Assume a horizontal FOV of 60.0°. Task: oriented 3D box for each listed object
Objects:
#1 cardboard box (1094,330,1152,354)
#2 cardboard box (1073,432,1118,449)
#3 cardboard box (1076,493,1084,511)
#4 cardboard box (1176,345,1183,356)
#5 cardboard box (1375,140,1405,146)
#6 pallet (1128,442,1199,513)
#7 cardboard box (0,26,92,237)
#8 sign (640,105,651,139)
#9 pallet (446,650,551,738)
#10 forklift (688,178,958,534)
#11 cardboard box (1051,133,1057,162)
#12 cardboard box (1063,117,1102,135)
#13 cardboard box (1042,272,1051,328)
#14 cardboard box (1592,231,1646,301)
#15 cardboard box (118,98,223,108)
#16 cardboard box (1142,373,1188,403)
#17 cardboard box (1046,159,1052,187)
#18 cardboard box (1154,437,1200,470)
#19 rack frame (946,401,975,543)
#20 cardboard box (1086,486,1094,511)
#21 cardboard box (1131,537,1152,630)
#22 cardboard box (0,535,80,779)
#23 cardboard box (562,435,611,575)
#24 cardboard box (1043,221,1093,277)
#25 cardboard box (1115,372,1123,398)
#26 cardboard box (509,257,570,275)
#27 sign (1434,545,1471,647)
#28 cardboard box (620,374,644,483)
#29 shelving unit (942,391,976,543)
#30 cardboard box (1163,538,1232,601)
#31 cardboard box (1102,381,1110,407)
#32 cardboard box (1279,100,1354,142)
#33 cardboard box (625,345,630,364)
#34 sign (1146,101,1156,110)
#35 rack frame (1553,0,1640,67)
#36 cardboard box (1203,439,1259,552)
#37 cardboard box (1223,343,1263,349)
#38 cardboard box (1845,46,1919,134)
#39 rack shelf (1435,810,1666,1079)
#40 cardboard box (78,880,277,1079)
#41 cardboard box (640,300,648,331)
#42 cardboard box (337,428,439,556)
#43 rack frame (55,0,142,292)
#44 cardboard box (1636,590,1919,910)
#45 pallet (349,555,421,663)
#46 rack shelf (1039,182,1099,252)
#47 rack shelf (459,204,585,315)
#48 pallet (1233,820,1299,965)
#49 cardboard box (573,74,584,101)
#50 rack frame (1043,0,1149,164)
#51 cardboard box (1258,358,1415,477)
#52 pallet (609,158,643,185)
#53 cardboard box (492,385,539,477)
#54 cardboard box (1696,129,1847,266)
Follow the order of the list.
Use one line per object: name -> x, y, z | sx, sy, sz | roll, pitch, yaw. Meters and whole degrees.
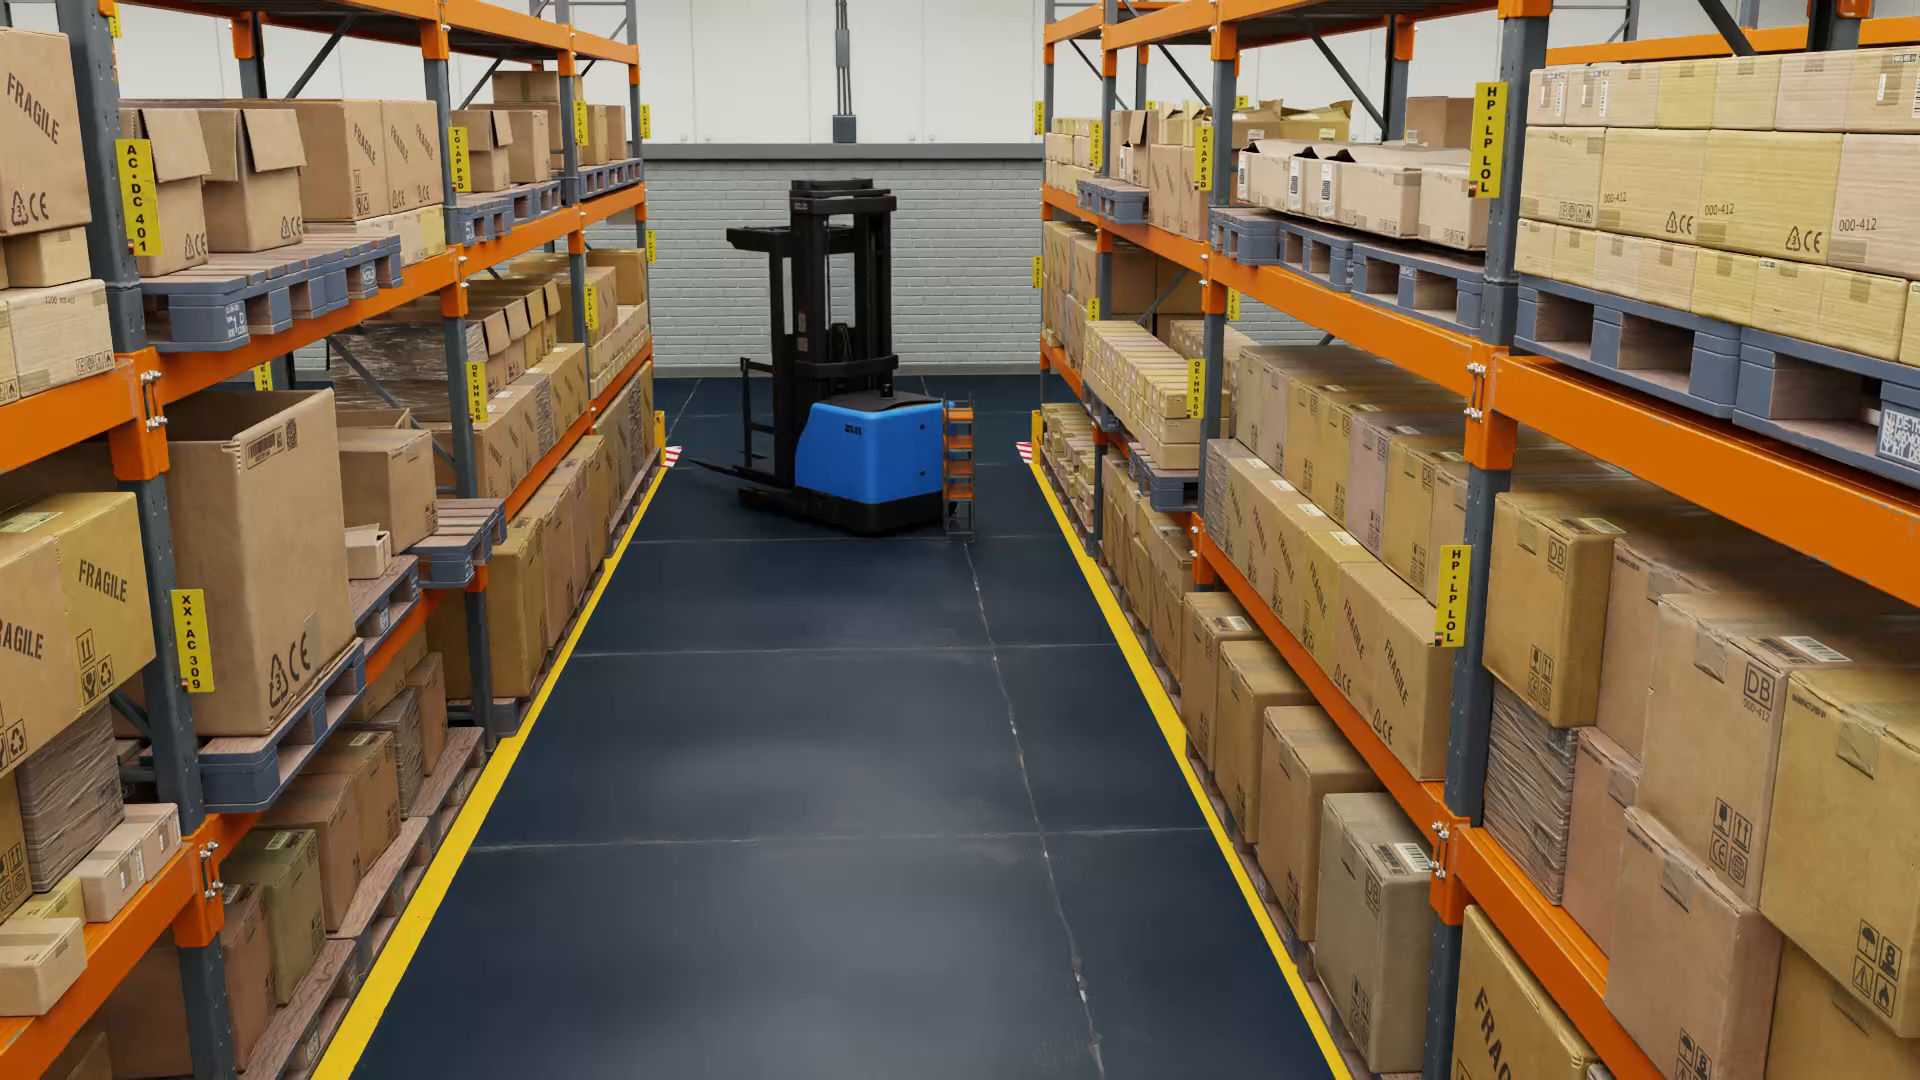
cardboard box -> 1.179, -1.435, 12.050 | 0.380, 0.149, 0.250 | -1, 14, -3
cardboard box -> 1.235, -0.885, 15.130 | 0.380, 0.149, 0.250 | -1, 14, -3
cardboard box -> 1.199, -0.348, 14.239 | 0.380, 0.149, 0.250 | -1, 14, -5
cardboard box -> 1.816, -1.367, 12.385 | 0.380, 0.149, 0.250 | -1, 14, -3
cardboard box -> 2.189, -1.714, 7.784 | 0.500, 0.311, 0.500 | -1, 14, -3
pallet -> 1.674, -0.391, 9.910 | 1.213, 0.211, 1.003 | -1, 14, -3
cardboard box -> -2.602, -1.041, 4.232 | 0.500, 0.500, 0.500 | -1, 14, -5
sign -> -3.085, -4.094, 16.282 | 0.100, 0.325, 0.005 | -1, 14, -3
pallet -> -3.105, 0.897, 10.118 | 1.003, 0.211, 1.213 | -1, 14, -3
forklift -> -1.385, -1.773, 15.036 | 1.130, 2.935, 3.031 | -13, 19, -41
cardboard box -> 1.130, -3.677, 15.575 | 0.500, 0.250, 0.500 | -1, 14, -4
cardboard box -> 1.121, -3.707, 14.890 | 0.380, 0.149, 0.250 | 0, 14, -2
cardboard box -> 1.081, -2.374, 16.437 | 0.500, 0.500, 0.500 | 0, 14, -1
cardboard box -> 1.788, -0.674, 4.066 | 0.380, 0.149, 0.250 | -1, 14, -4
cardboard box -> -3.293, -1.628, 7.109 | 0.500, 0.500, 0.500 | -1, 14, -5
cardboard box -> 1.307, -0.920, 10.051 | 0.380, 0.149, 0.250 | 0, 14, -2
cardboard box -> 1.102, -3.562, 16.132 | 0.500, 0.250, 0.500 | 0, 14, -1
cardboard box -> 1.336, -0.505, 9.632 | 0.380, 0.149, 0.250 | -1, 14, -3
rack frame -> 0.005, -0.562, 13.801 | 0.240, 1.200, 0.015 | -1, 14, -3
cardboard box -> 1.240, -0.343, 13.621 | 0.380, 0.149, 0.250 | -1, 14, -2
cardboard box -> 1.446, 0.279, 11.096 | 0.500, 0.500, 0.500 | -2, 15, -6
cardboard box -> -2.549, 0.293, 4.062 | 0.500, 0.500, 0.500 | -1, 14, -3
cardboard box -> -3.320, -0.267, 12.465 | 1.225, 0.875, 0.875 | -1, 14, -3
cardboard box -> 1.092, -2.859, 16.313 | 0.500, 0.500, 0.500 | -1, 14, -4
cardboard box -> 1.241, -1.035, 11.092 | 0.380, 0.149, 0.250 | -1, 14, -5
cardboard box -> -3.798, -2.304, 15.161 | 0.500, 0.500, 0.500 | -1, 14, -5
sign -> 1.532, 0.175, 5.161 | 0.100, 0.325, 0.005 | -1, 14, -3
cardboard box -> -3.452, -1.036, 15.456 | 0.875, 0.875, 0.875 | -1, 14, -3
shelving unit -> -0.010, -0.622, 14.037 | 0.258, 1.200, 0.503 | -1, 14, -3
cardboard box -> 1.521, 0.170, 10.015 | 0.500, 0.250, 0.500 | -1, 14, -5
cardboard box -> 1.208, -1.023, 11.643 | 0.380, 0.149, 0.250 | -2, 15, -6
cardboard box -> 2.043, -2.413, 9.628 | 0.396, 0.266, 0.258 | -1, 14, -3
cardboard box -> -3.182, -1.661, 14.966 | 0.380, 0.149, 0.250 | -1, 14, -2
sign -> 1.884, -4.183, 16.466 | 0.100, 0.325, 0.005 | -1, 14, -3
rack frame -> 6.264, -5.305, 16.584 | 1.000, 3.000, 0.127 | -1, 14, -3
cardboard box -> 1.583, -0.241, 8.741 | 0.500, 0.500, 0.500 | -1, 14, -3
cardboard box -> 1.877, -1.252, 11.339 | 0.380, 0.149, 0.250 | -2, 15, -6
cardboard box -> 1.850, -0.808, 2.988 | 0.380, 0.149, 0.250 | -1, 14, -4
rack shelf -> 2.197, 1.533, 3.494 | 1.077, 0.370, 4.000 | -1, 14, -3
cardboard box -> -2.901, 1.583, 5.989 | 0.700, 0.500, 0.500 | -2, 15, -8
cardboard box -> -3.333, -2.201, 16.266 | 0.500, 0.250, 0.500 | -1, 14, -4
cardboard box -> -2.924, -0.237, 7.886 | 0.700, 0.500, 0.500 | 1, 14, 5
rack frame -> -2.884, -2.167, 4.390 | 1.000, 3.000, 0.127 | -1, 14, -3
cardboard box -> 2.108, 0.455, 3.771 | 0.875, 0.550, 0.550 | -1, 14, -3
pallet -> -2.968, 0.328, 7.117 | 1.003, 0.211, 1.213 | -1, 14, -3
rack shelf -> 1.453, -2.905, 14.719 | 1.077, 0.370, 4.000 | -1, 14, -3
rack shelf -> -3.256, -1.858, 10.653 | 1.077, 0.370, 4.000 | -1, 14, -3
pallet -> 1.871, 1.542, 7.608 | 1.003, 0.211, 1.213 | -1, 14, -3
cardboard box -> -3.512, -3.860, 14.239 | 0.500, 0.250, 0.500 | -1, 14, -5
rack frame -> 1.329, -5.203, 16.189 | 1.000, 3.000, 0.127 | -1, 14, -3
cardboard box -> 1.875, -0.603, 8.143 | 0.700, 0.500, 0.500 | -1, 14, -4
pallet -> -3.571, -3.472, 15.657 | 1.003, 0.211, 1.213 | -1, 14, -3
cardboard box -> -2.960, -0.686, 10.471 | 0.500, 0.500, 0.500 | -1, 14, -4
cardboard box -> 1.888, -0.712, 3.416 | 0.500, 0.250, 0.500 | -1, 14, -4
